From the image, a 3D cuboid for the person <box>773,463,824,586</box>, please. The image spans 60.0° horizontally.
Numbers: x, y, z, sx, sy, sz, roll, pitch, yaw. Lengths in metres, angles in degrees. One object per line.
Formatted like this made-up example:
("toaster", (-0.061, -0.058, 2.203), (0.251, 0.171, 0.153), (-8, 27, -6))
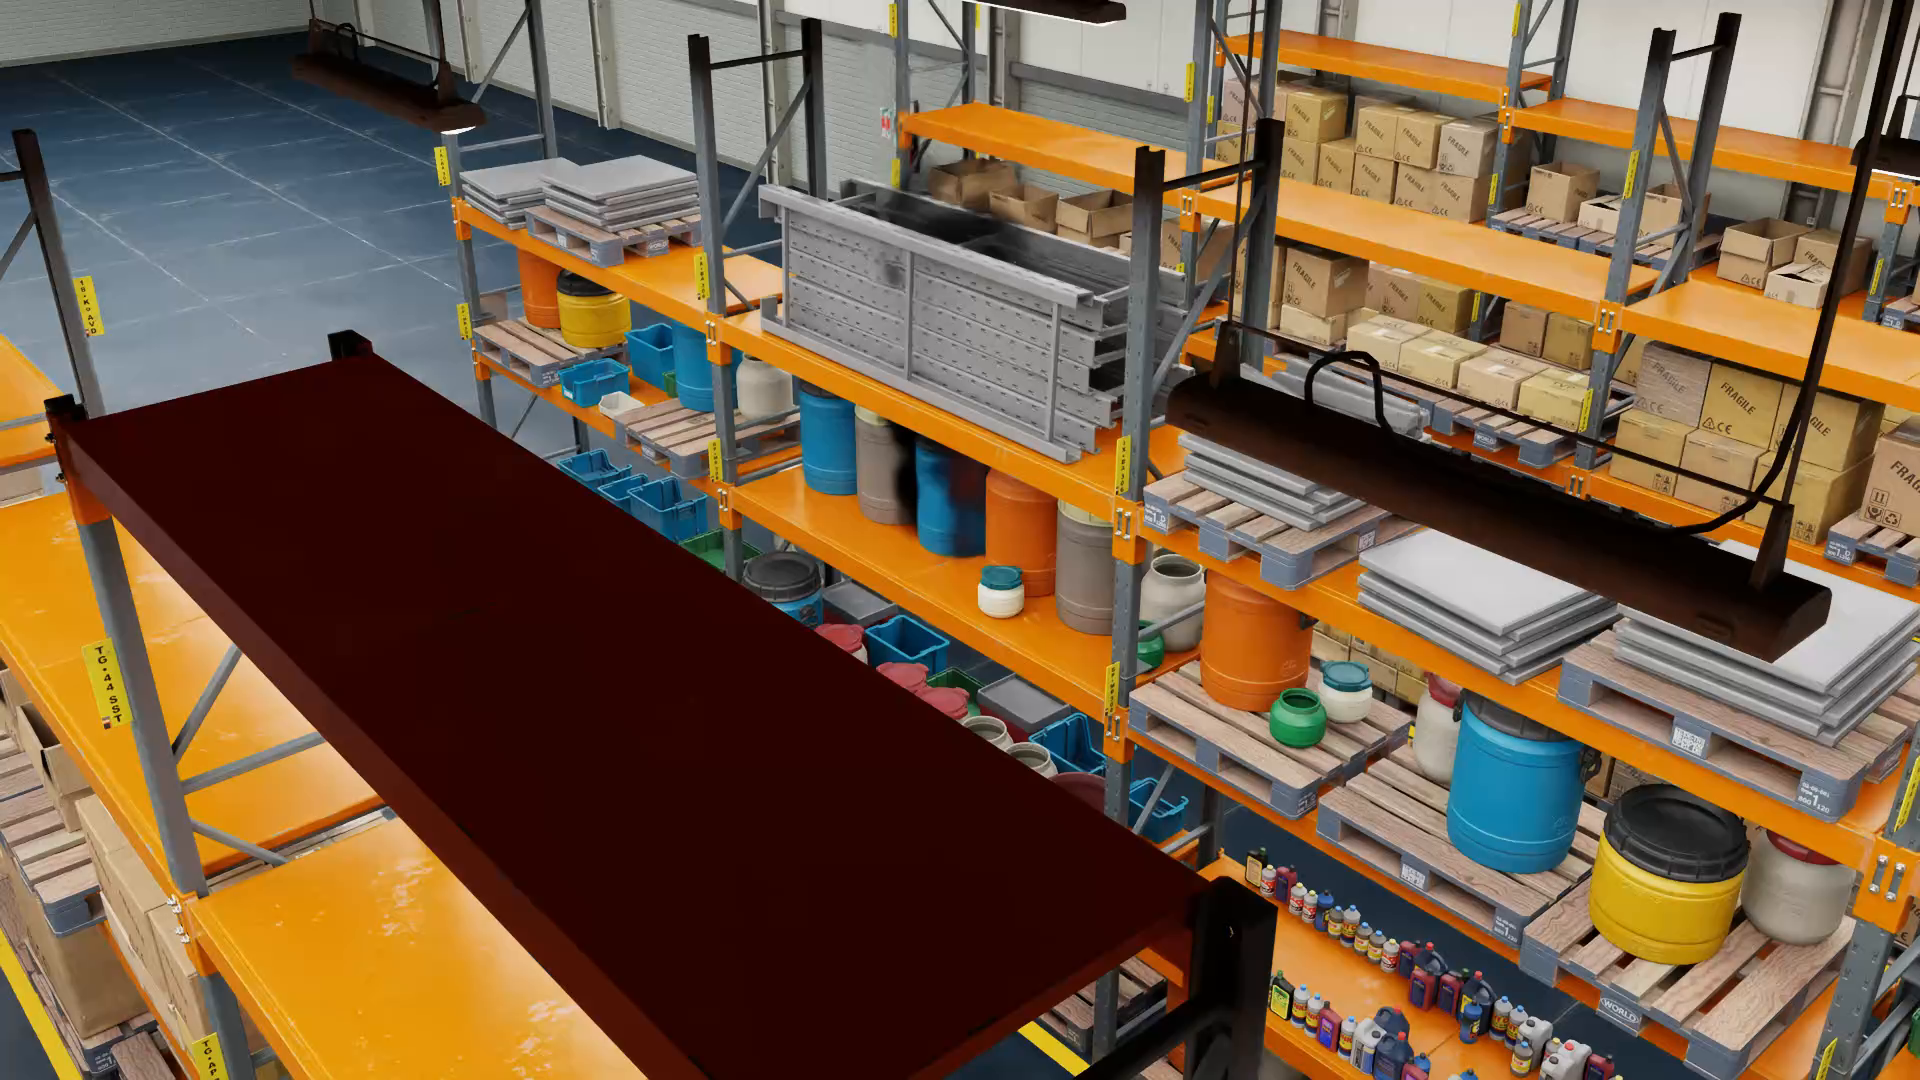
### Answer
("person", (-1.567, -0.227, 16.076), (0.741, 1.767, 0.667), (19, 33, 33))
